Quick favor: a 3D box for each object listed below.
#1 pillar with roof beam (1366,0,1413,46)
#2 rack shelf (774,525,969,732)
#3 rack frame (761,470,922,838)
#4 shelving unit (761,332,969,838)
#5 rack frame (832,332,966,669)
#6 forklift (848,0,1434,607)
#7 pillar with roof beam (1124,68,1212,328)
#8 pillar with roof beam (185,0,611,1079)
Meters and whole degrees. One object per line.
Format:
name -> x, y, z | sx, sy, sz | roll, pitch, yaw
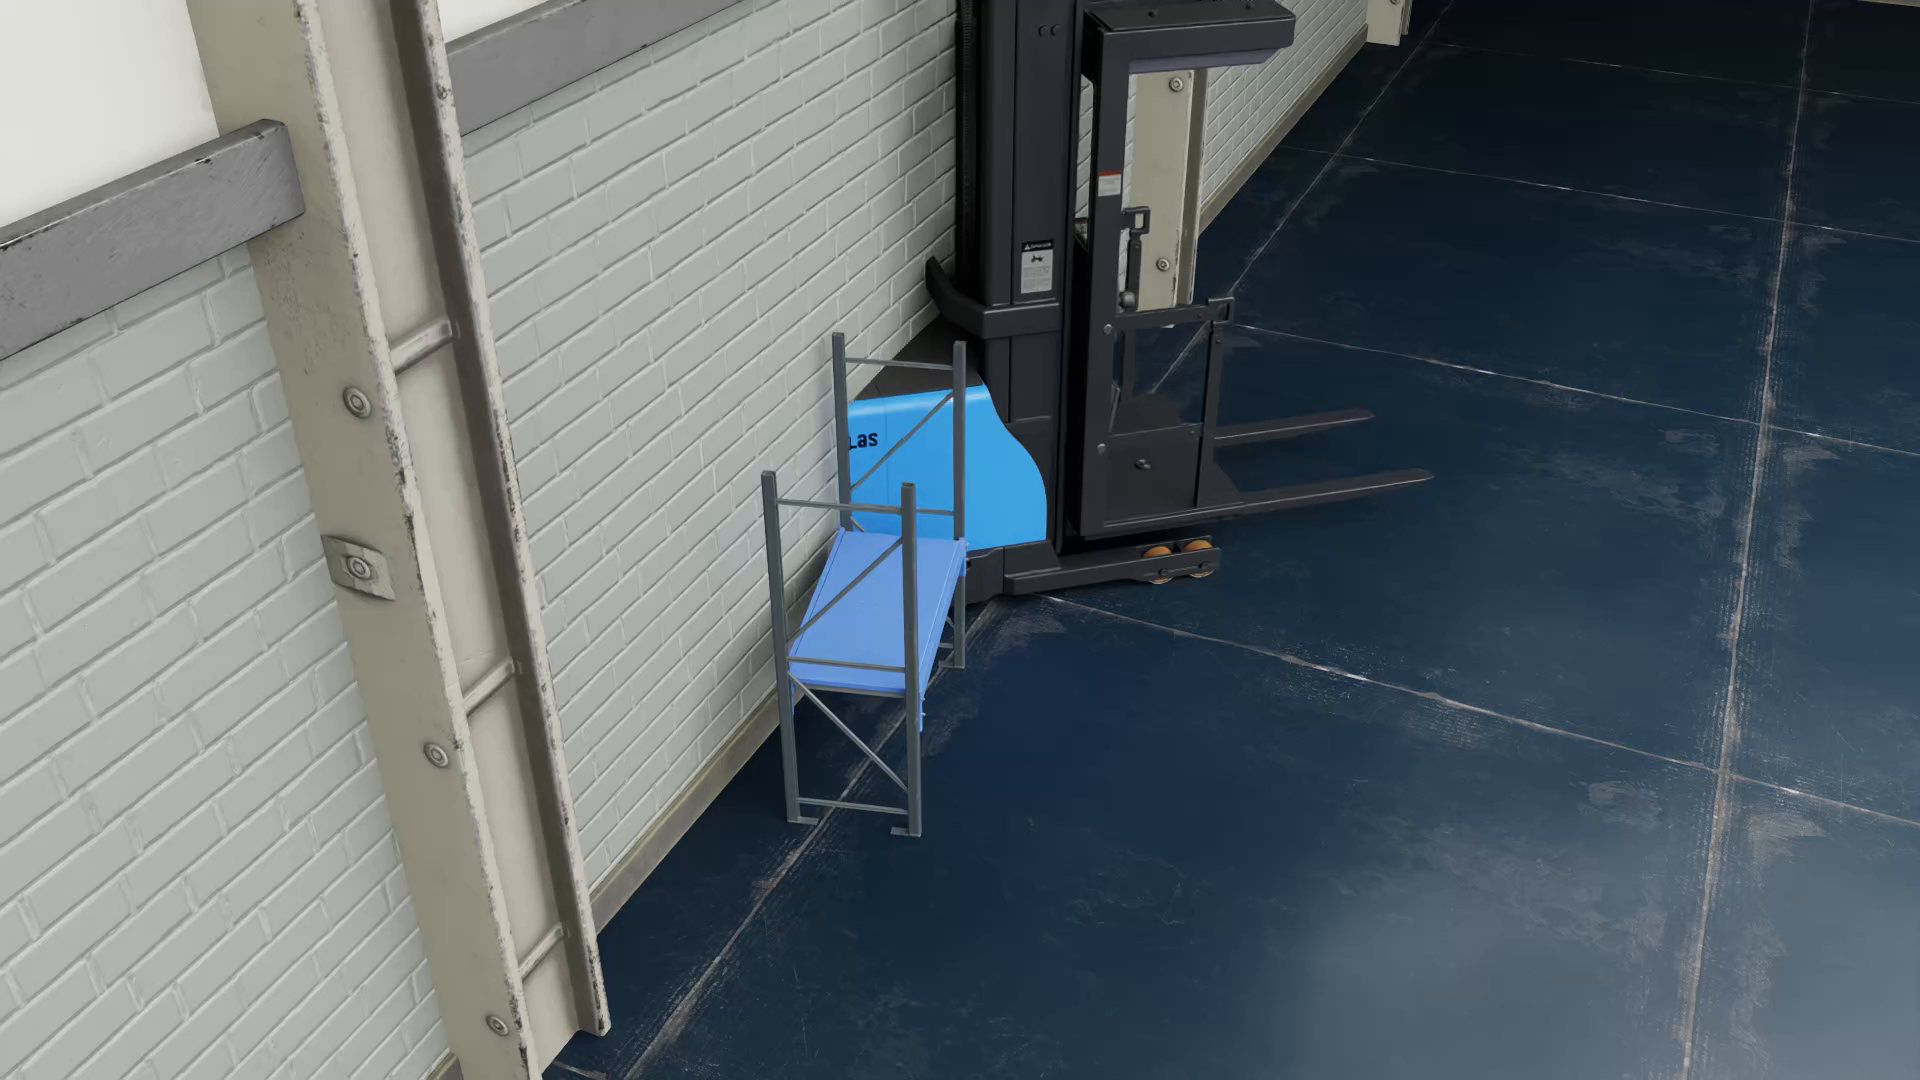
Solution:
pillar with roof beam -> 7.587, -7.125, 10.410 | 9.100, 9.000, 0.400 | 14, 36, 20
rack shelf -> -0.309, 0.307, 6.241 | 0.538, 0.185, 1.000 | 5, 34, 8
rack frame -> -0.390, 0.432, 5.723 | 0.500, 1.500, 0.032 | 5, 34, 8
shelving unit -> -0.309, 0.157, 6.143 | 0.538, 1.500, 1.048 | 5, 34, 8
rack frame -> -0.228, -0.118, 6.563 | 0.500, 1.500, 0.032 | 5, 34, 8
forklift -> 0.678, -1.301, 7.061 | 3.031, 2.935, 1.130 | -8, 34, -12
pillar with roof beam -> 5.077, -4.137, 5.853 | 9.100, 9.000, 0.400 | 14, 36, 20
pillar with roof beam -> 2.567, -1.149, 1.295 | 9.100, 9.000, 0.400 | 14, 36, 20
